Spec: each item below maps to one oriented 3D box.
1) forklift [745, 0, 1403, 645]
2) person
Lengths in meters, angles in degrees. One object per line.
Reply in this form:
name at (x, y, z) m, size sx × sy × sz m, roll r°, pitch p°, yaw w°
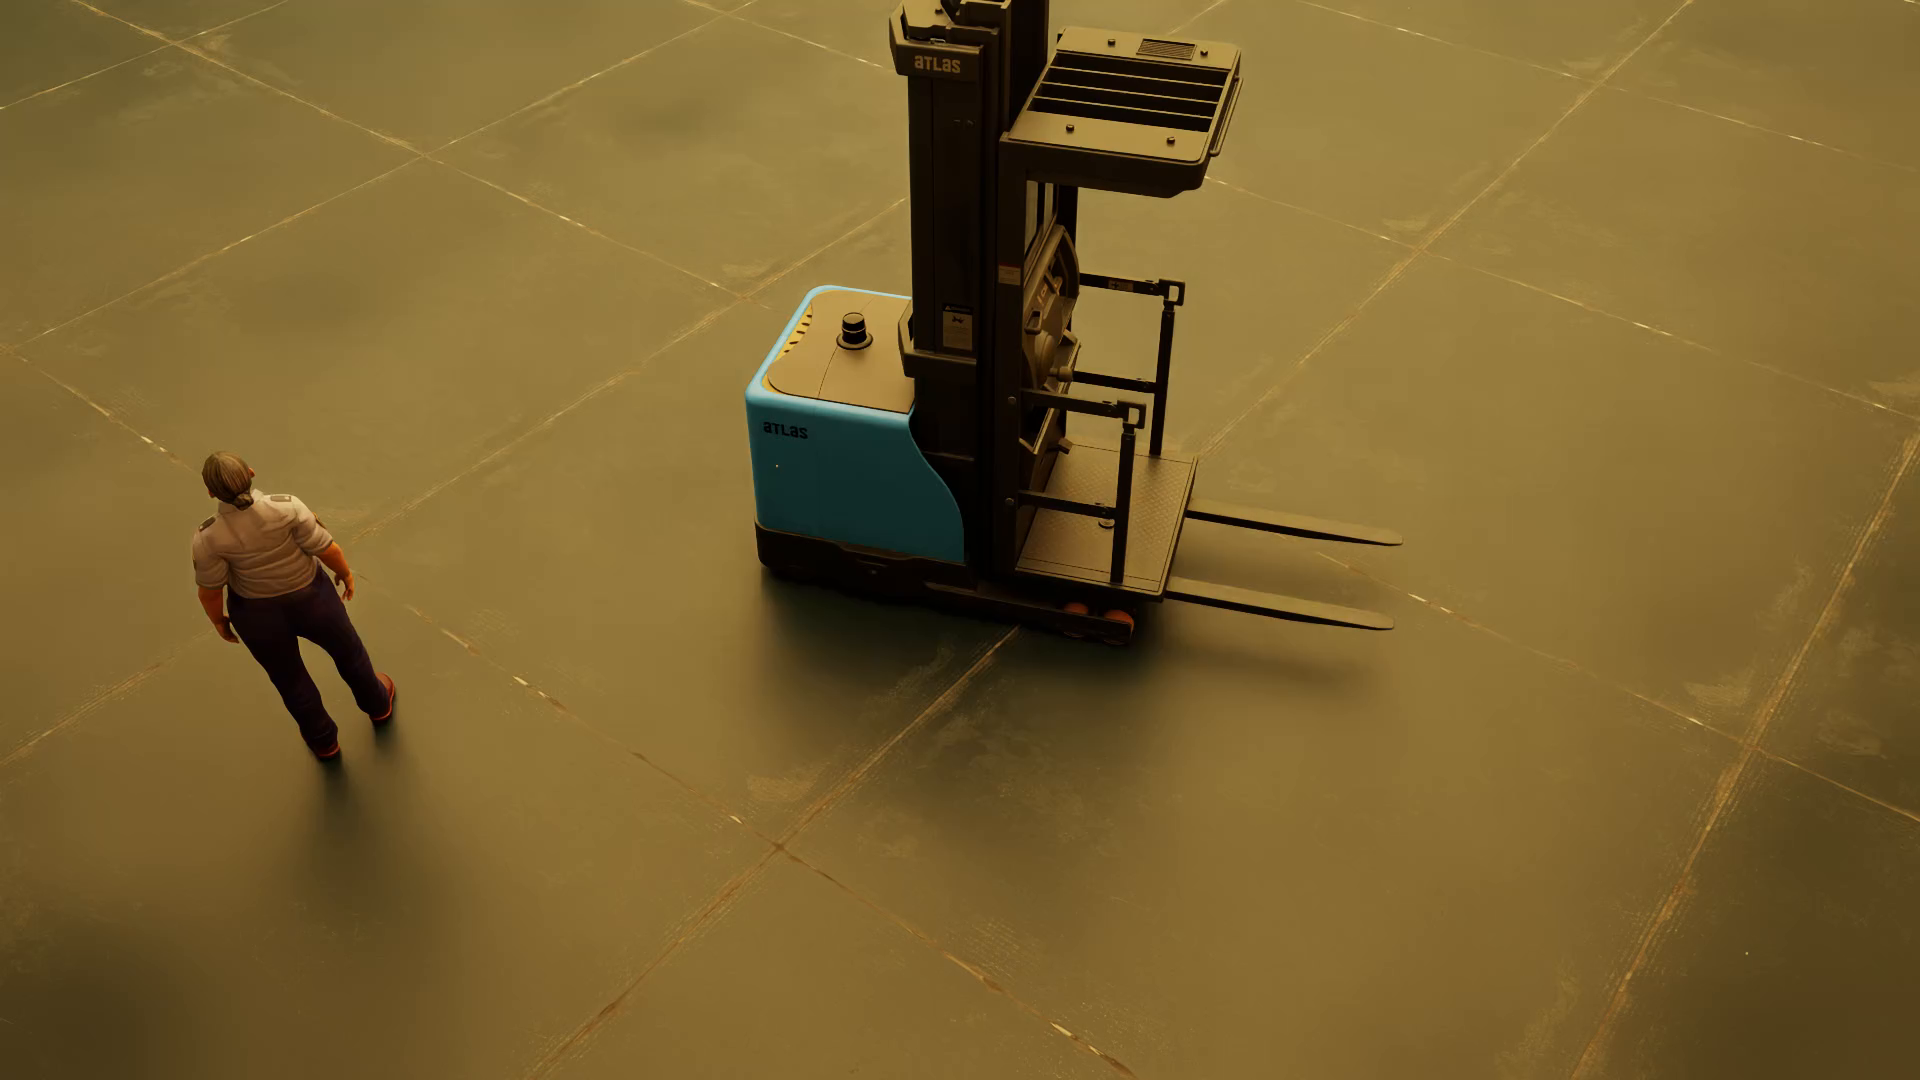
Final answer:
forklift at (0.587, -1.011, 7.260) m, size 3.031 × 2.935 × 1.130 m, roll 10°, pitch 41°, yaw 12°
person at (-2.754, 0.221, 6.793) m, size 0.599 × 1.650 × 0.502 m, roll -19°, pitch 44°, yaw -21°
